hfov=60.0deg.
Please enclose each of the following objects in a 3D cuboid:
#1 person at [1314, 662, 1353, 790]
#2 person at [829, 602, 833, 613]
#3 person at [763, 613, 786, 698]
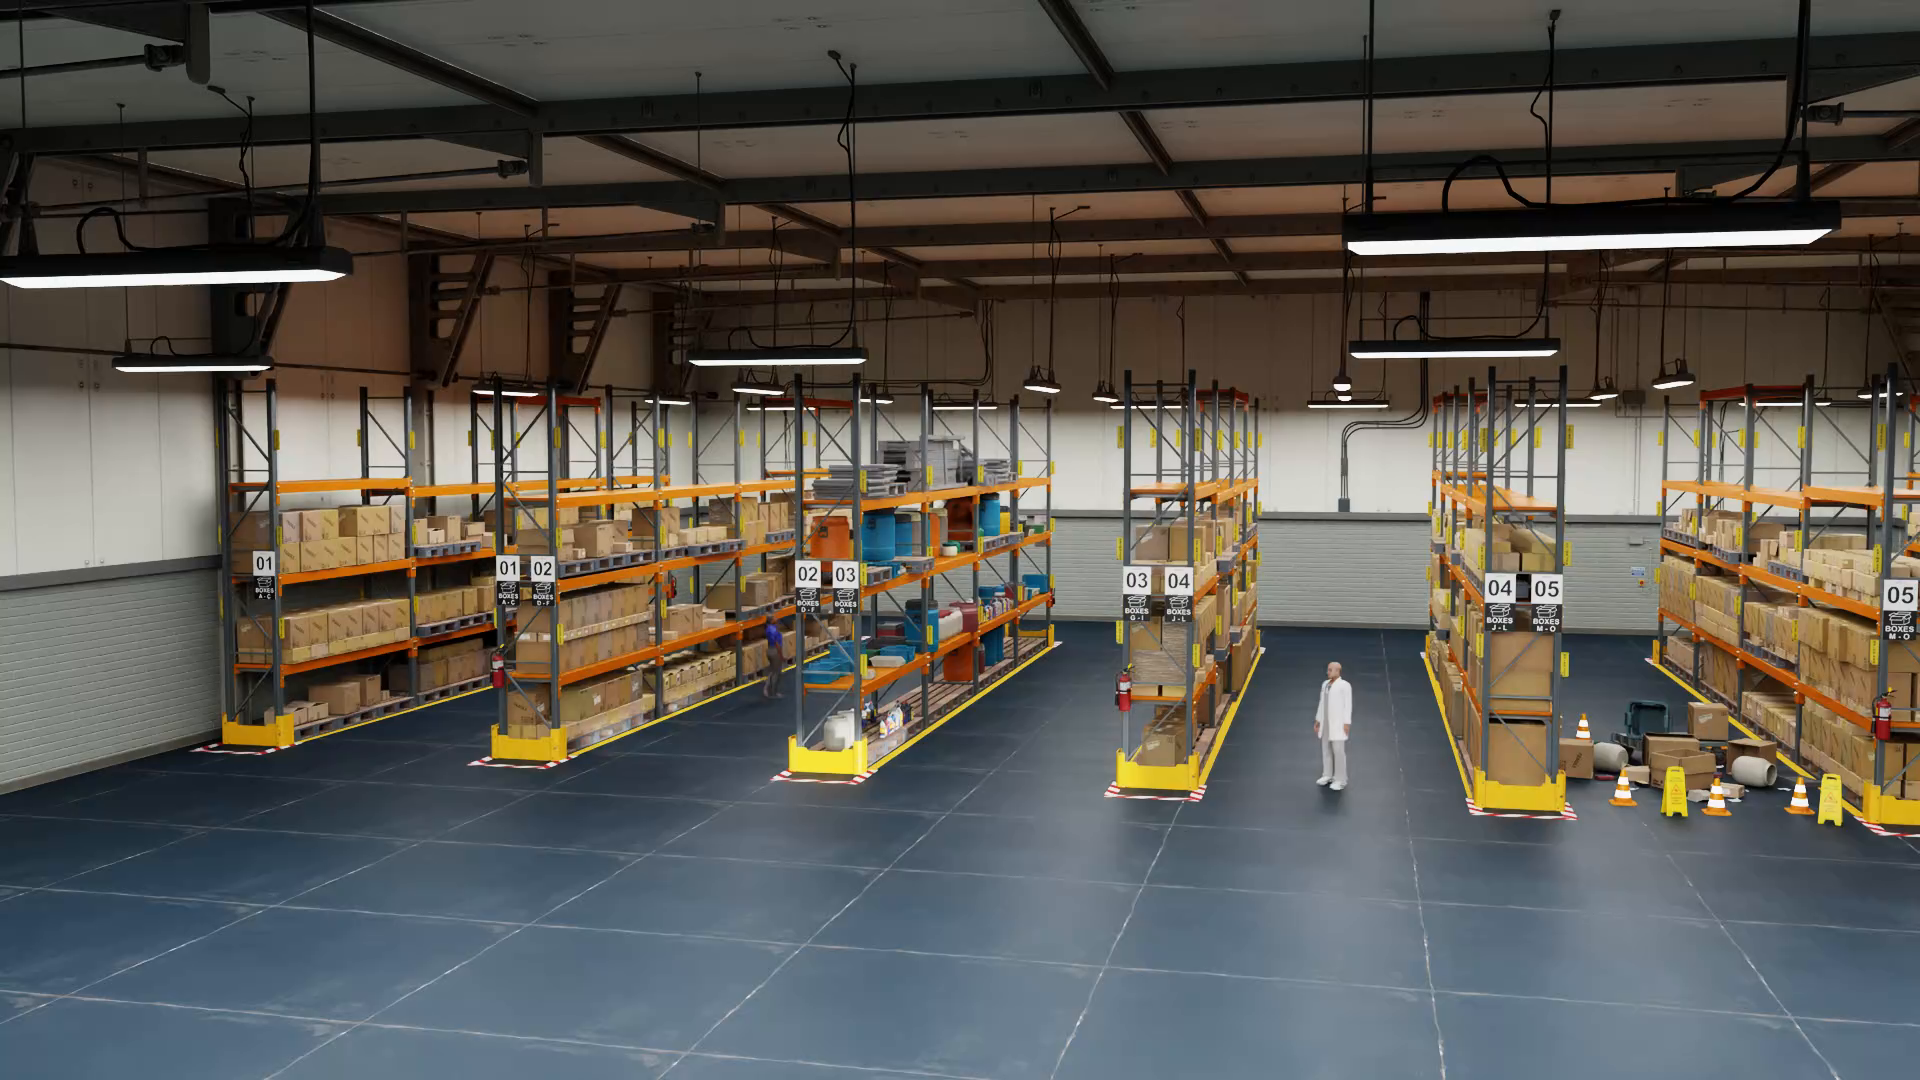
[{"bbox_3d":[5.377,2.679,24.083,0.390,1.794,0.621,-2,4,-27],"label":"person"},{"bbox_3d":[-3.221,1.440,44.775,0.627,1.744,1.056,-2,4,-26],"label":"person"},{"bbox_3d":[-3.560,2.231,32.049,0.447,1.648,0.470,-3,4,-37],"label":"person"}]
